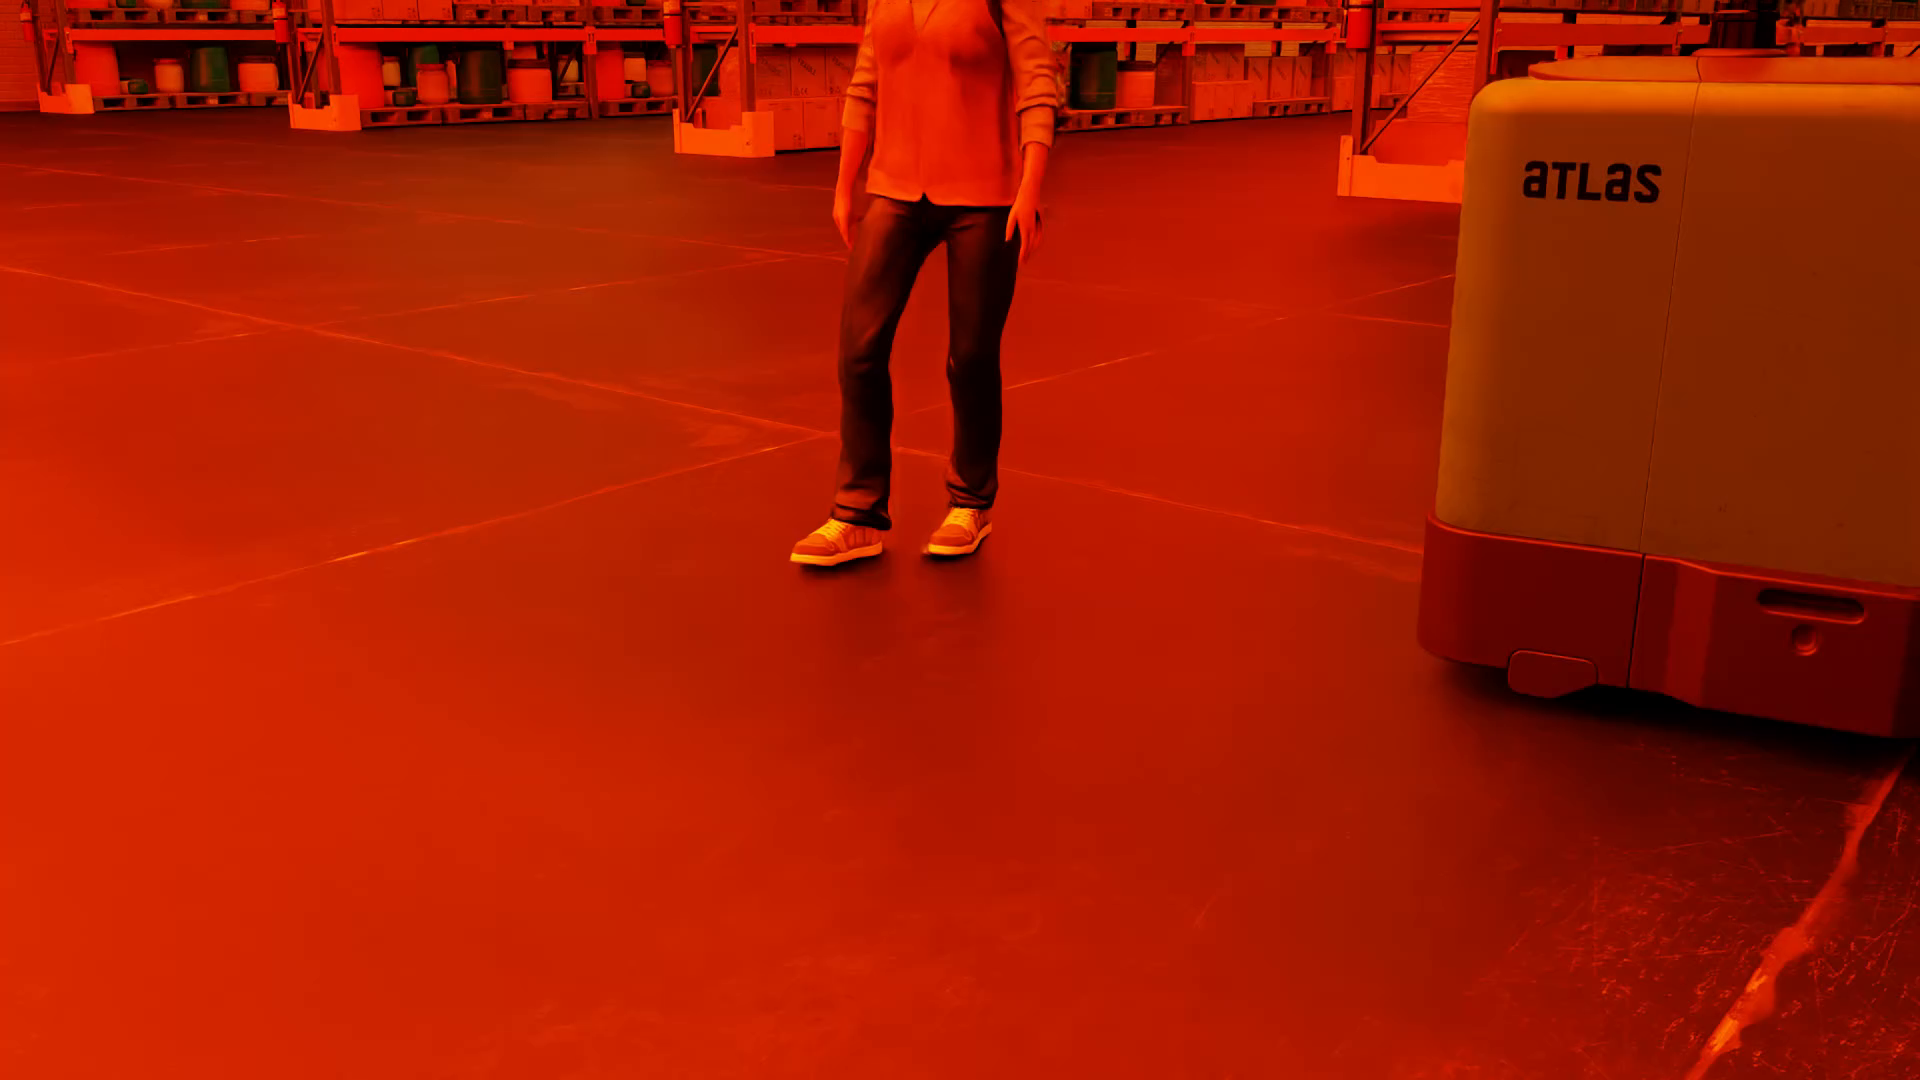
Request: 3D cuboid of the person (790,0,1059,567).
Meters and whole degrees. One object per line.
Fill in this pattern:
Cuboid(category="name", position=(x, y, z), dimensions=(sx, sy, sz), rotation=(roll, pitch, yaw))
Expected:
Cuboid(category="person", position=(-0.053, -0.712, 3.579), dimensions=(0.547, 1.578, 0.519), rotation=(6, 18, 19))

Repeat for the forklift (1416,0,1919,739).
Cuboid(category="forklift", position=(2.395, -1.063, 2.398), dimensions=(3.031, 2.935, 1.130), rotation=(8, 19, 26))
